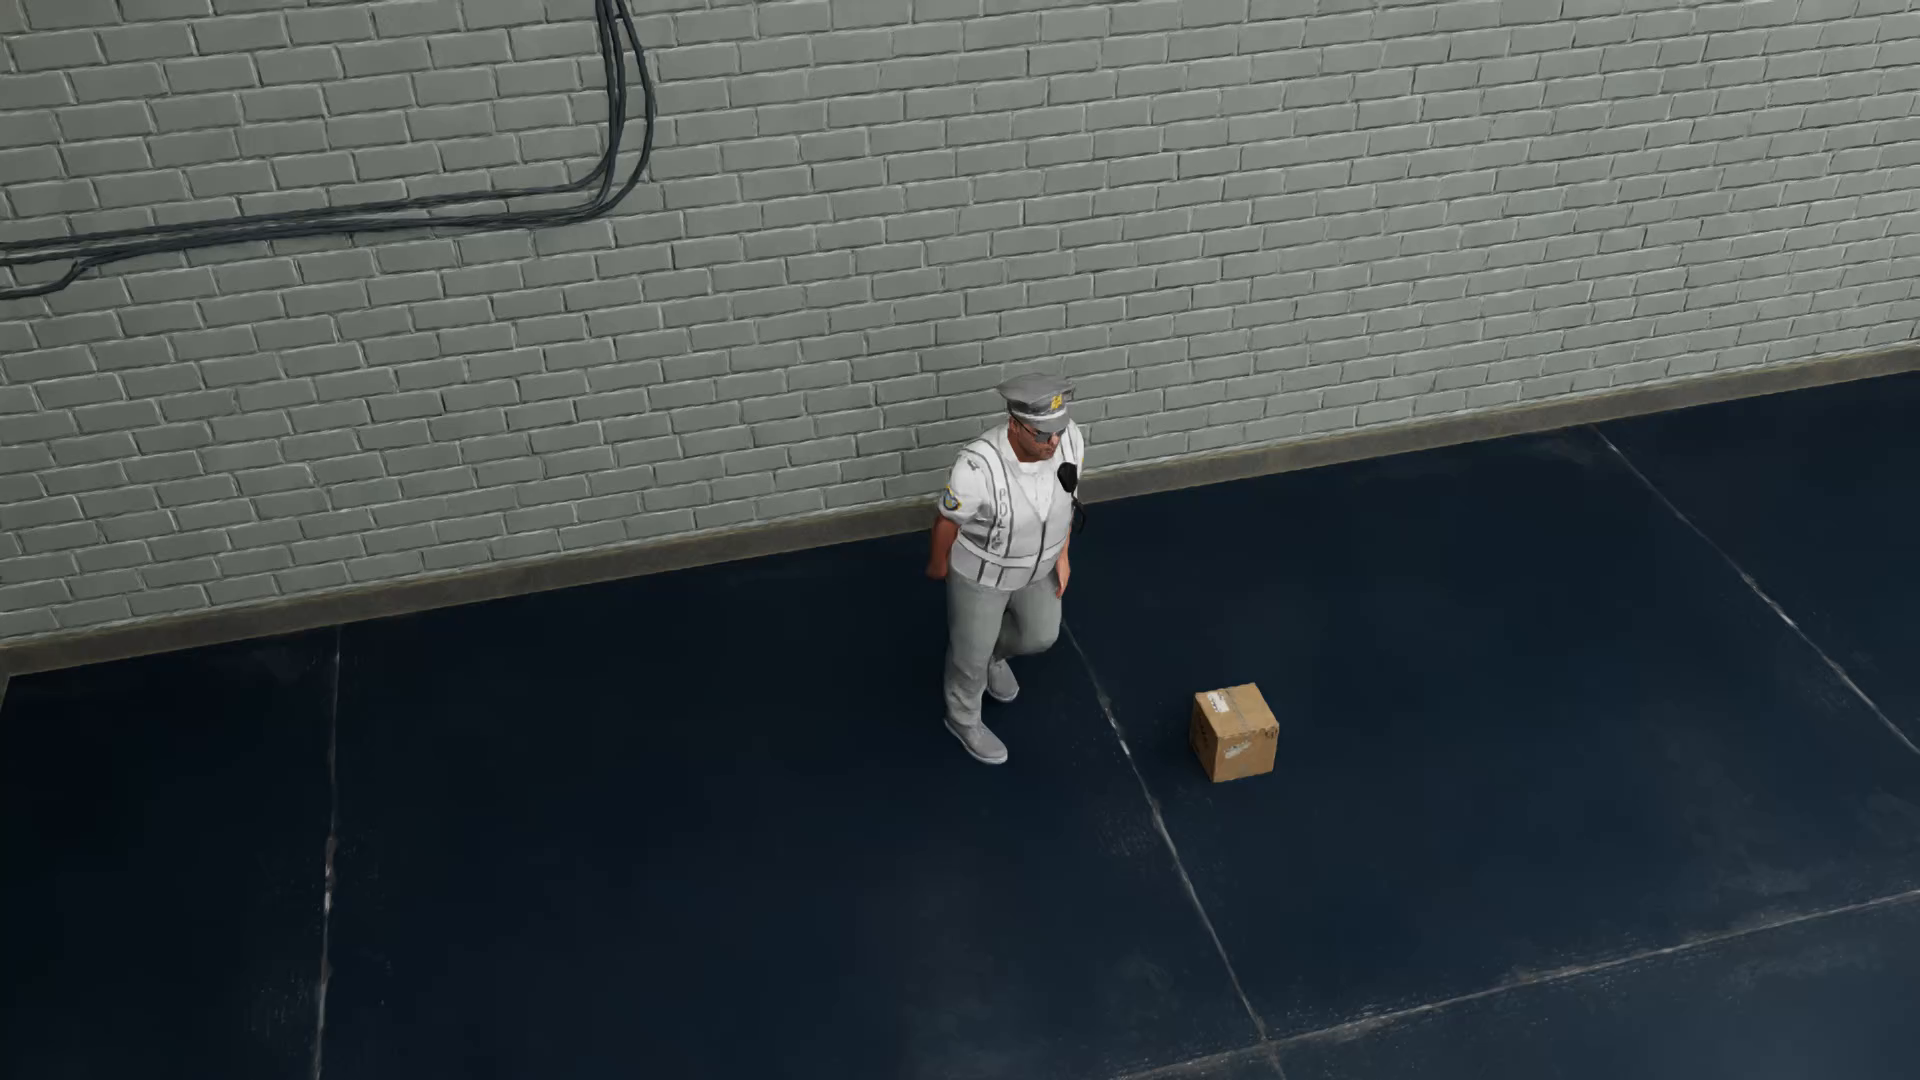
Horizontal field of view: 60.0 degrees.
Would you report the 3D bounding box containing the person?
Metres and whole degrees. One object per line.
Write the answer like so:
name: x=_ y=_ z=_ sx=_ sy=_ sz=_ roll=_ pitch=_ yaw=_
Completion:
person: x=0.148 y=0.062 z=6.083 sx=0.539 sy=1.733 sz=0.644 roll=-24 pitch=44 yaw=-27
